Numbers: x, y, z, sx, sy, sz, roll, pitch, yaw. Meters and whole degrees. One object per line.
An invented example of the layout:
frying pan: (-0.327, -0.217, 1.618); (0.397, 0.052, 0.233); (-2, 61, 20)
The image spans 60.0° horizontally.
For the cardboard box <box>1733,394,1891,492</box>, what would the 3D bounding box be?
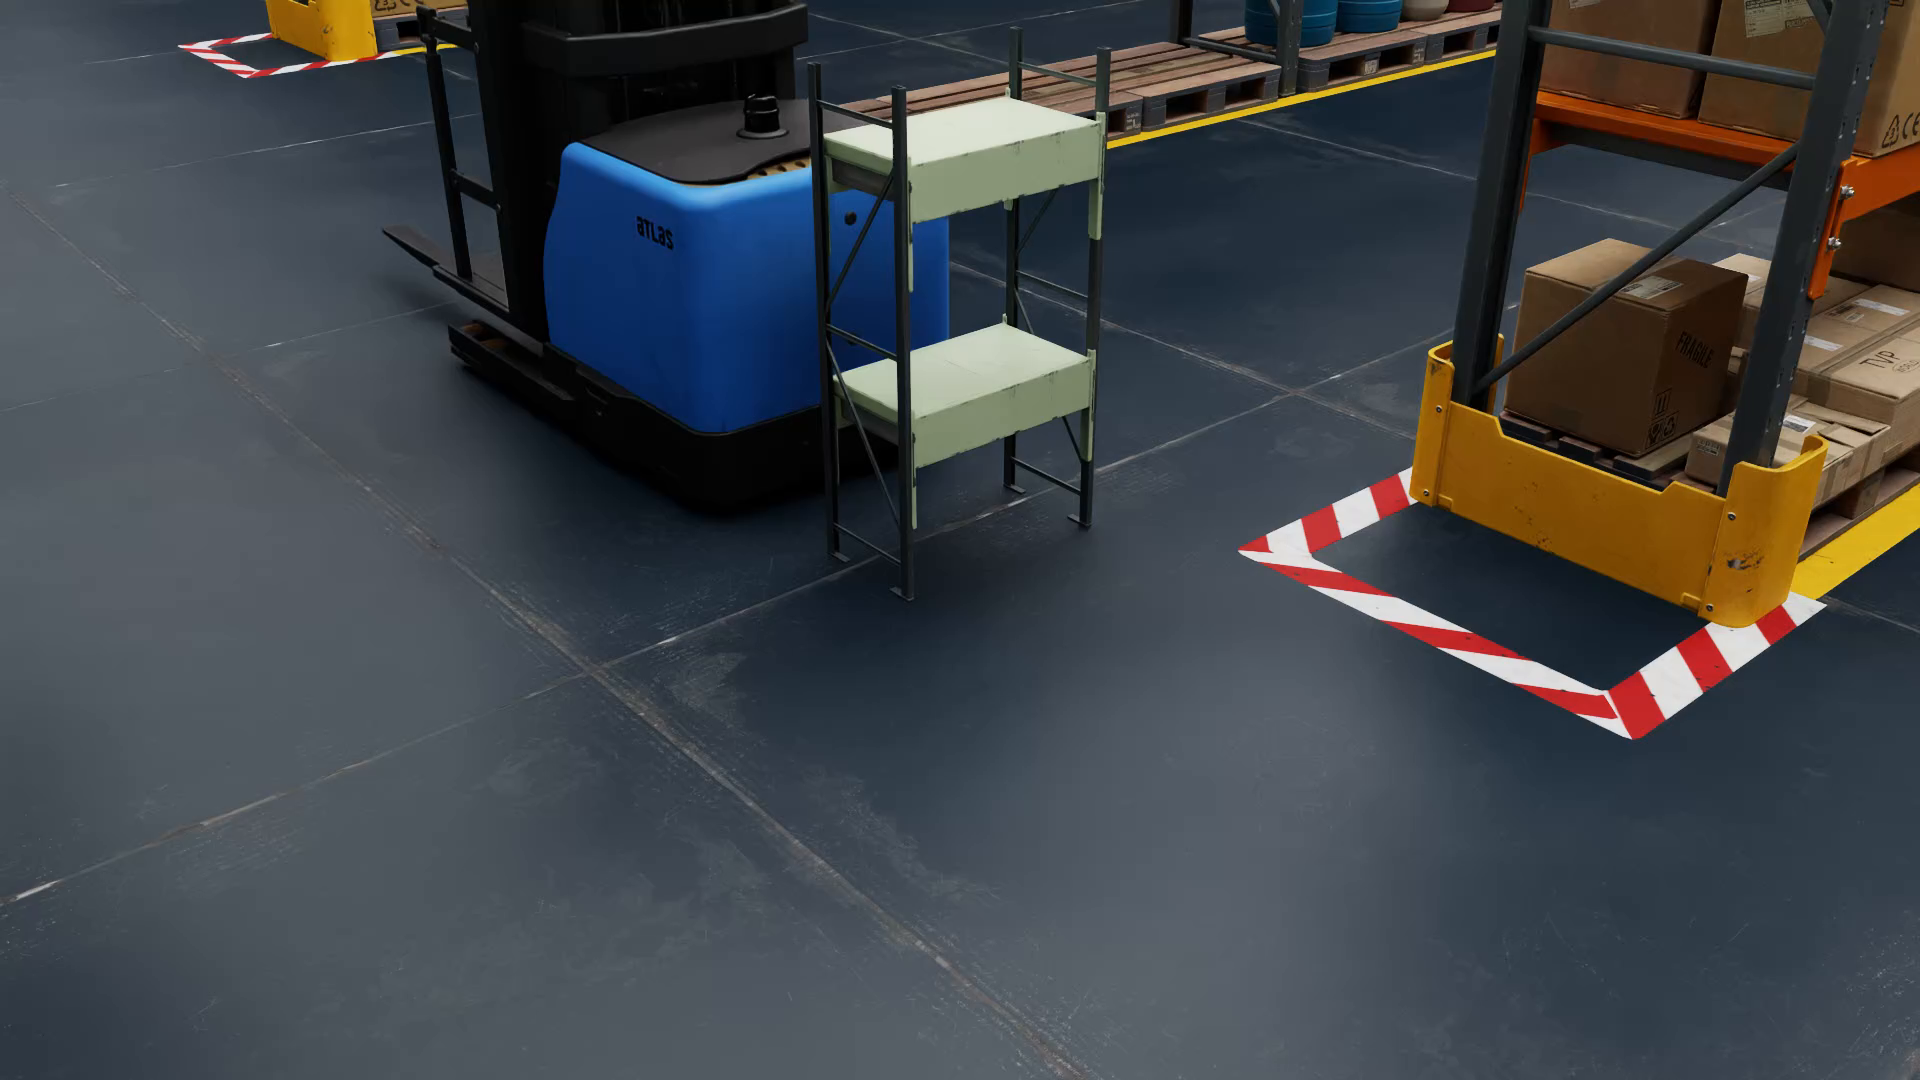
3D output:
cardboard box: (2.651, -0.322, 5.208); (0.250, 0.166, 0.380); (-22, 35, -35)

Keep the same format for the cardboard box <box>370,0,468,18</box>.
cardboard box: (-4.072, -4.322, 11.963); (0.875, 0.875, 0.875); (-22, 35, -35)

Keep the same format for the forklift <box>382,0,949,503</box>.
forklift: (-1.345, -2.034, 5.946); (1.130, 2.935, 3.031); (-21, 35, -34)

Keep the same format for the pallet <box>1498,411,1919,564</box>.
pallet: (2.583, -0.333, 5.650); (1.213, 0.211, 1.003); (-22, 35, -35)

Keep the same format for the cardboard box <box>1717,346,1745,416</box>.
cardboard box: (2.540, -0.586, 5.704); (0.250, 0.166, 0.380); (-22, 35, -35)

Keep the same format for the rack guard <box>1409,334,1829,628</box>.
rack guard: (1.977, -0.217, 5.125); (0.348, 0.500, 1.175); (-22, 35, -35)

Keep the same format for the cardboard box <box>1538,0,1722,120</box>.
cardboard box: (2.084, -1.574, 4.908); (0.500, 0.500, 0.500); (-21, 34, -33)

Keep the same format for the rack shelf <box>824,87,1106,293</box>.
rack shelf: (0.005, -1.008, 4.716); (0.720, 0.370, 0.431); (-22, 35, -35)

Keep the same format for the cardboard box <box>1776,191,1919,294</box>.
cardboard box: (3.537, -1.036, 6.188); (0.637, 0.503, 0.797); (-22, 35, -35)

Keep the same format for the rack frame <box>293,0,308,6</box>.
rack frame: (-4.507, -4.849, 11.141); (0.127, 3.000, 1.000); (-22, 35, -35)

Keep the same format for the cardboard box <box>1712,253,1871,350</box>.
cardboard box: (2.916, -0.812, 6.037); (0.500, 0.250, 0.500); (-22, 35, -35)

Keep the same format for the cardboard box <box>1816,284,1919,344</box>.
cardboard box: (3.278, -0.648, 5.730); (0.500, 0.250, 0.500); (-22, 35, -35)

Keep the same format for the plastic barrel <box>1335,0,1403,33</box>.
plastic barrel: (2.714, -3.933, 11.208); (0.708, 0.901, 0.600); (-22, 35, -35)

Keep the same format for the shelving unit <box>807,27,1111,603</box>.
shelving unit: (0.005, -0.664, 4.900); (0.755, 1.500, 0.431); (-22, 35, -35)

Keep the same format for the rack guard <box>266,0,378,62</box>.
rack guard: (-4.525, -3.739, 11.716); (0.348, 0.500, 1.175); (-22, 35, -35)

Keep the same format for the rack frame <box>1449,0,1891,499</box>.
rack frame: (1.920, -1.296, 4.492); (0.127, 3.000, 1.000); (-22, 35, -35)

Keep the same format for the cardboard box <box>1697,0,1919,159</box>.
cardboard box: (2.428, -1.381, 4.546); (0.500, 0.500, 0.500); (-21, 35, -34)

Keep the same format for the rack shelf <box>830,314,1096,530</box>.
rack shelf: (0.005, -0.376, 5.054); (0.720, 0.370, 0.431); (-22, 35, -35)

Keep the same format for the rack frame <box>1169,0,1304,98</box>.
rack frame: (1.750, -4.297, 10.107); (0.127, 3.000, 1.000); (-22, 35, -35)

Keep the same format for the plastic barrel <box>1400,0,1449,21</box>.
plastic barrel: (3.202, -3.902, 11.563); (0.421, 0.512, 0.421); (0, 28, 0)

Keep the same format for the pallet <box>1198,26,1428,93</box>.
pallet: (2.365, -3.288, 11.178); (1.213, 0.211, 1.003); (-22, 35, -35)

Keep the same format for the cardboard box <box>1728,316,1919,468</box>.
cardboard box: (2.898, -0.495, 5.444); (0.500, 0.250, 0.500); (-22, 35, -35)

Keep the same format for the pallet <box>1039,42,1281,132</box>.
pallet: (1.216, -2.828, 10.318); (1.213, 0.211, 1.003); (-22, 35, -35)

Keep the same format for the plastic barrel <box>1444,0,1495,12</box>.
plastic barrel: (3.573, -4.141, 11.929); (0.708, 0.588, 0.600); (-22, 35, -35)

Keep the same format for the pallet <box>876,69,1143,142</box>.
pallet: (0.288, -2.453, 9.616); (1.213, 0.211, 1.003); (-22, 35, -35)

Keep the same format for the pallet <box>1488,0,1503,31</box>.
pallet: (4.221, -4.034, 12.575); (1.213, 0.211, 1.003); (-22, 35, -35)

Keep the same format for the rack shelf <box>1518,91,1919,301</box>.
rack shelf: (3.441, -1.590, 5.807); (4.000, 0.370, 1.077); (-22, 35, -35)

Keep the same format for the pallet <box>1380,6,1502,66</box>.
pallet: (3.293, -3.663, 11.881); (1.213, 0.211, 1.003); (-22, 35, -35)

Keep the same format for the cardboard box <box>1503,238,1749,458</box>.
cardboard box: (2.173, -0.642, 5.454); (0.500, 0.500, 0.500); (-22, 35, -35)

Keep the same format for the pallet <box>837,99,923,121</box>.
pallet: (-0.640, -2.082, 8.921); (1.213, 0.211, 1.003); (-22, 35, -35)

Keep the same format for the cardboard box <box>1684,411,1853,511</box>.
cardboard box: (2.461, -0.237, 5.070); (0.250, 0.149, 0.380); (-22, 35, -35)

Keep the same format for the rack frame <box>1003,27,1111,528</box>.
rack frame: (0.284, -0.775, 5.110); (0.023, 1.500, 0.400); (-22, 35, -35)

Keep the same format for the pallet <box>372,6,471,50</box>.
pallet: (-3.950, -3.892, 12.308); (1.213, 0.211, 1.003); (-22, 35, -35)

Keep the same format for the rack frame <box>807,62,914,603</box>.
rack frame: (-0.273, -0.552, 4.691); (0.023, 1.500, 0.400); (-22, 35, -35)

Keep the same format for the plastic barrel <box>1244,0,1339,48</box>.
plastic barrel: (2.175, -3.717, 10.803); (0.708, 0.901, 0.600); (-22, 35, -35)
